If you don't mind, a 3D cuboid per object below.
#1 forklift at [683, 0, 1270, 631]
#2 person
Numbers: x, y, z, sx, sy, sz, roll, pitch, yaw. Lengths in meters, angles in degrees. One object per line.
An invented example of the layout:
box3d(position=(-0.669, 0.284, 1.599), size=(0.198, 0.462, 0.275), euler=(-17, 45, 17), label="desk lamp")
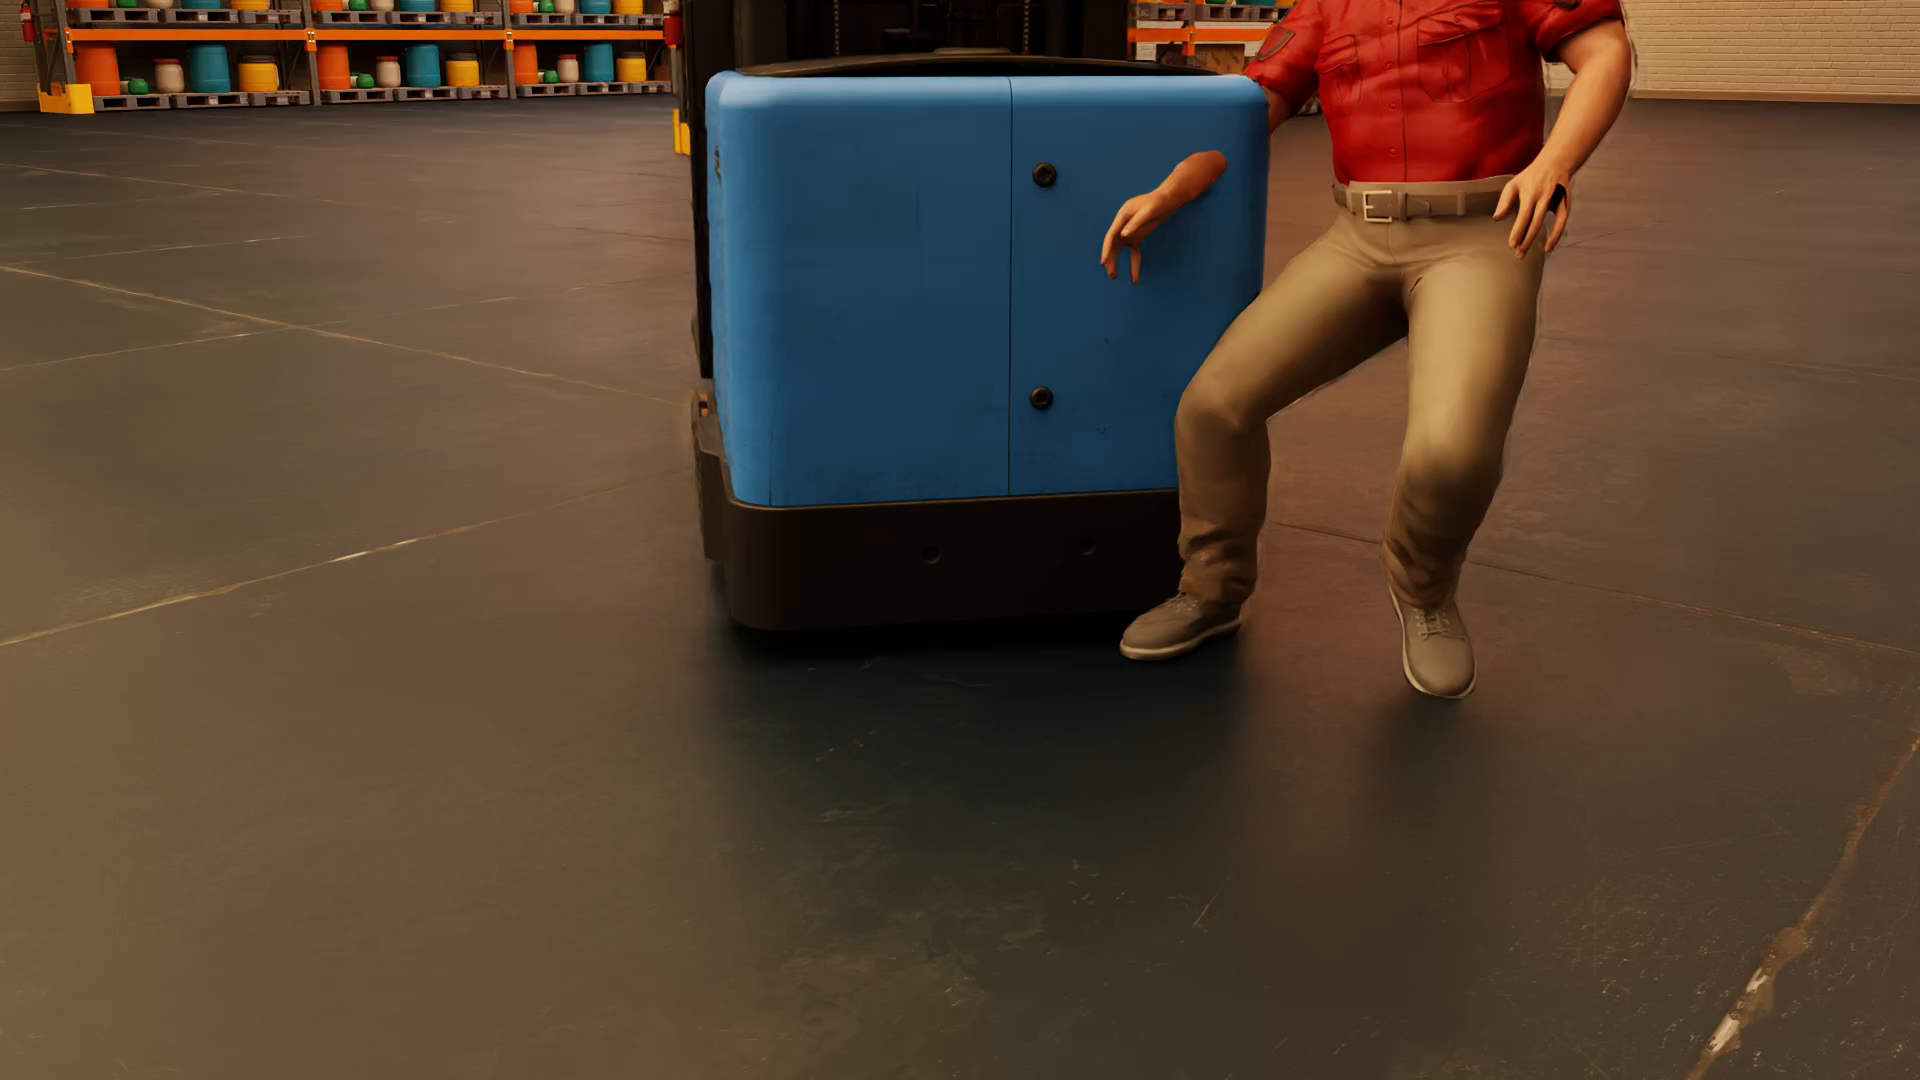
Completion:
box3d(position=(-0.173, -1.616, 4.219), size=(1.130, 2.935, 3.031), euler=(-3, 17, -10), label="forklift")
box3d(position=(0.730, -0.506, 2.913), size=(0.791, 1.608, 0.635), euler=(16, 23, 42), label="person")
